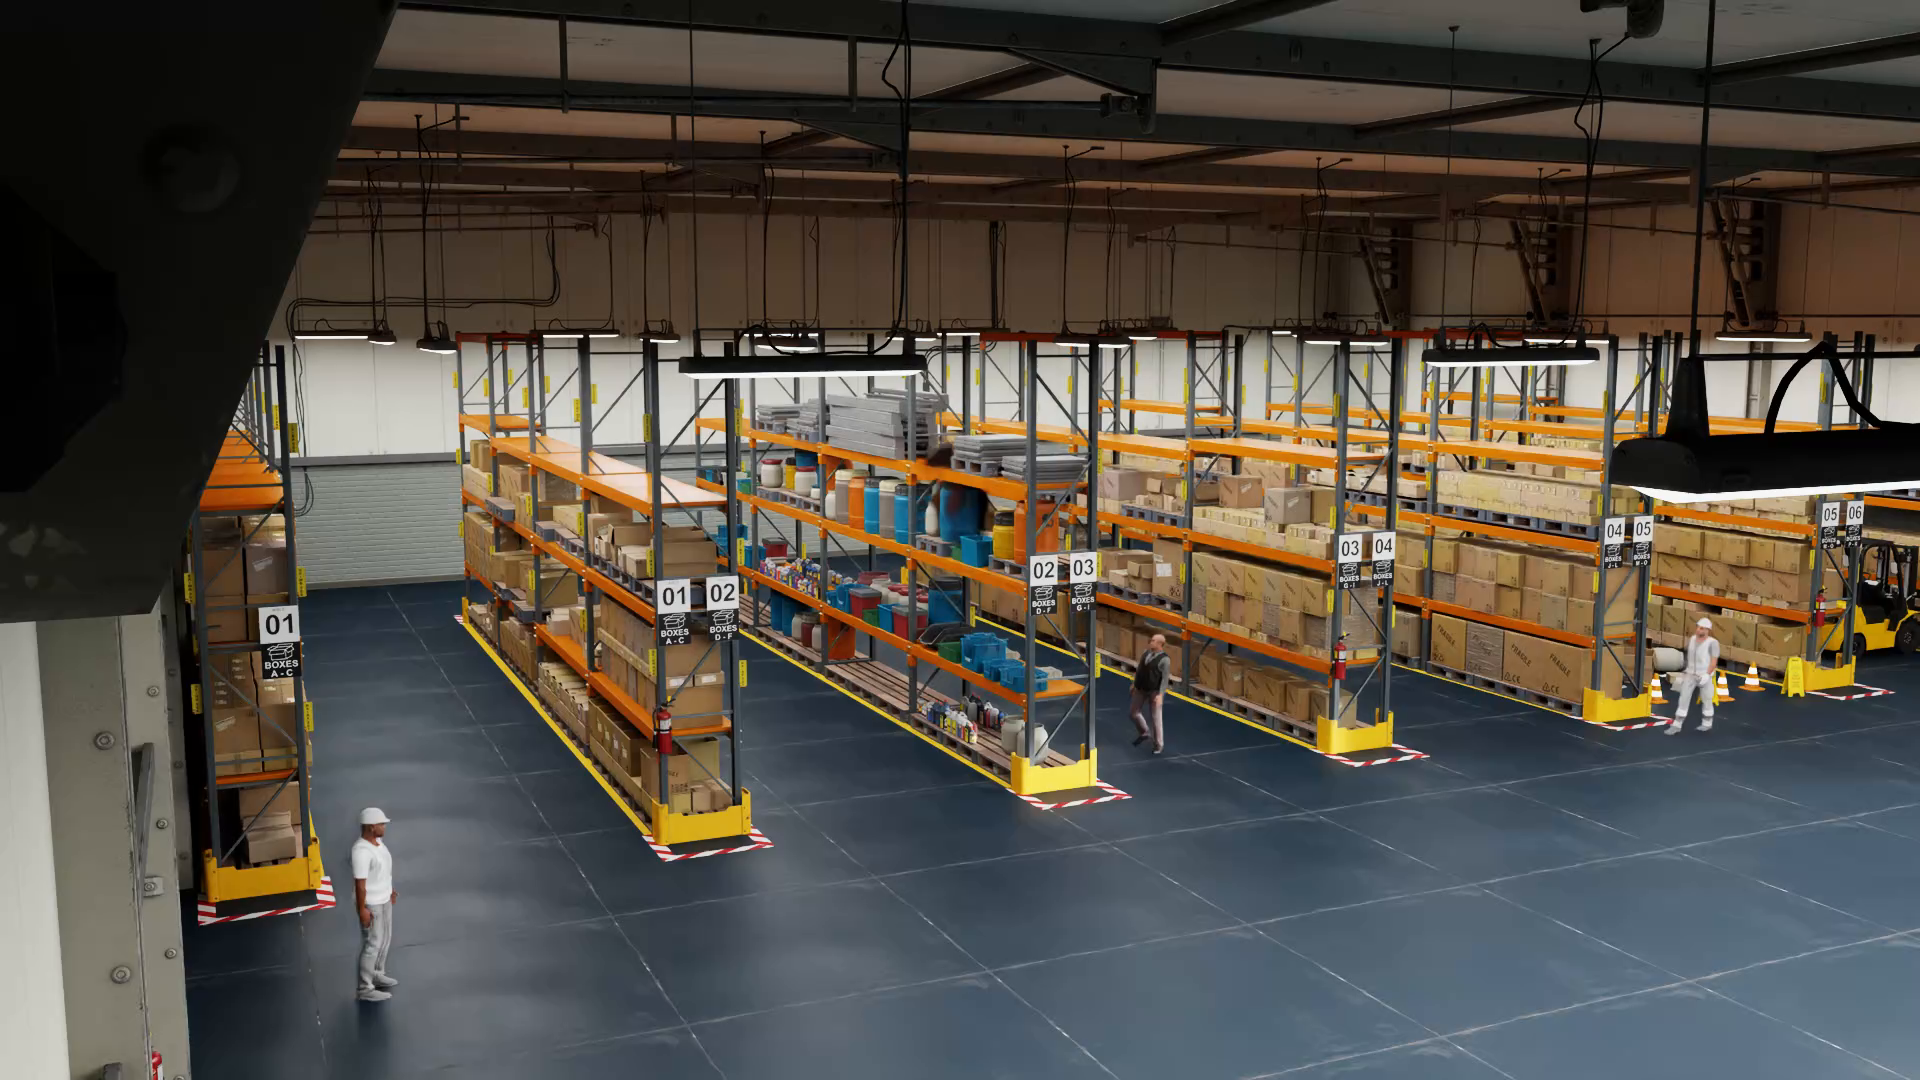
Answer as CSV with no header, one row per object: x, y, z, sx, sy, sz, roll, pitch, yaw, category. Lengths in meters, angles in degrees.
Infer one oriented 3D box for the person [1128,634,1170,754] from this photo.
2.755,2.211,24.195,0.635,1.713,0.460,6,10,38,person

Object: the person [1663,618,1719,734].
11.135,2.059,25.136,0.864,1.763,0.548,-6,10,-39,person

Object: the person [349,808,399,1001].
-5.501,3.378,15.638,0.376,1.778,0.646,0,8,-1,person
